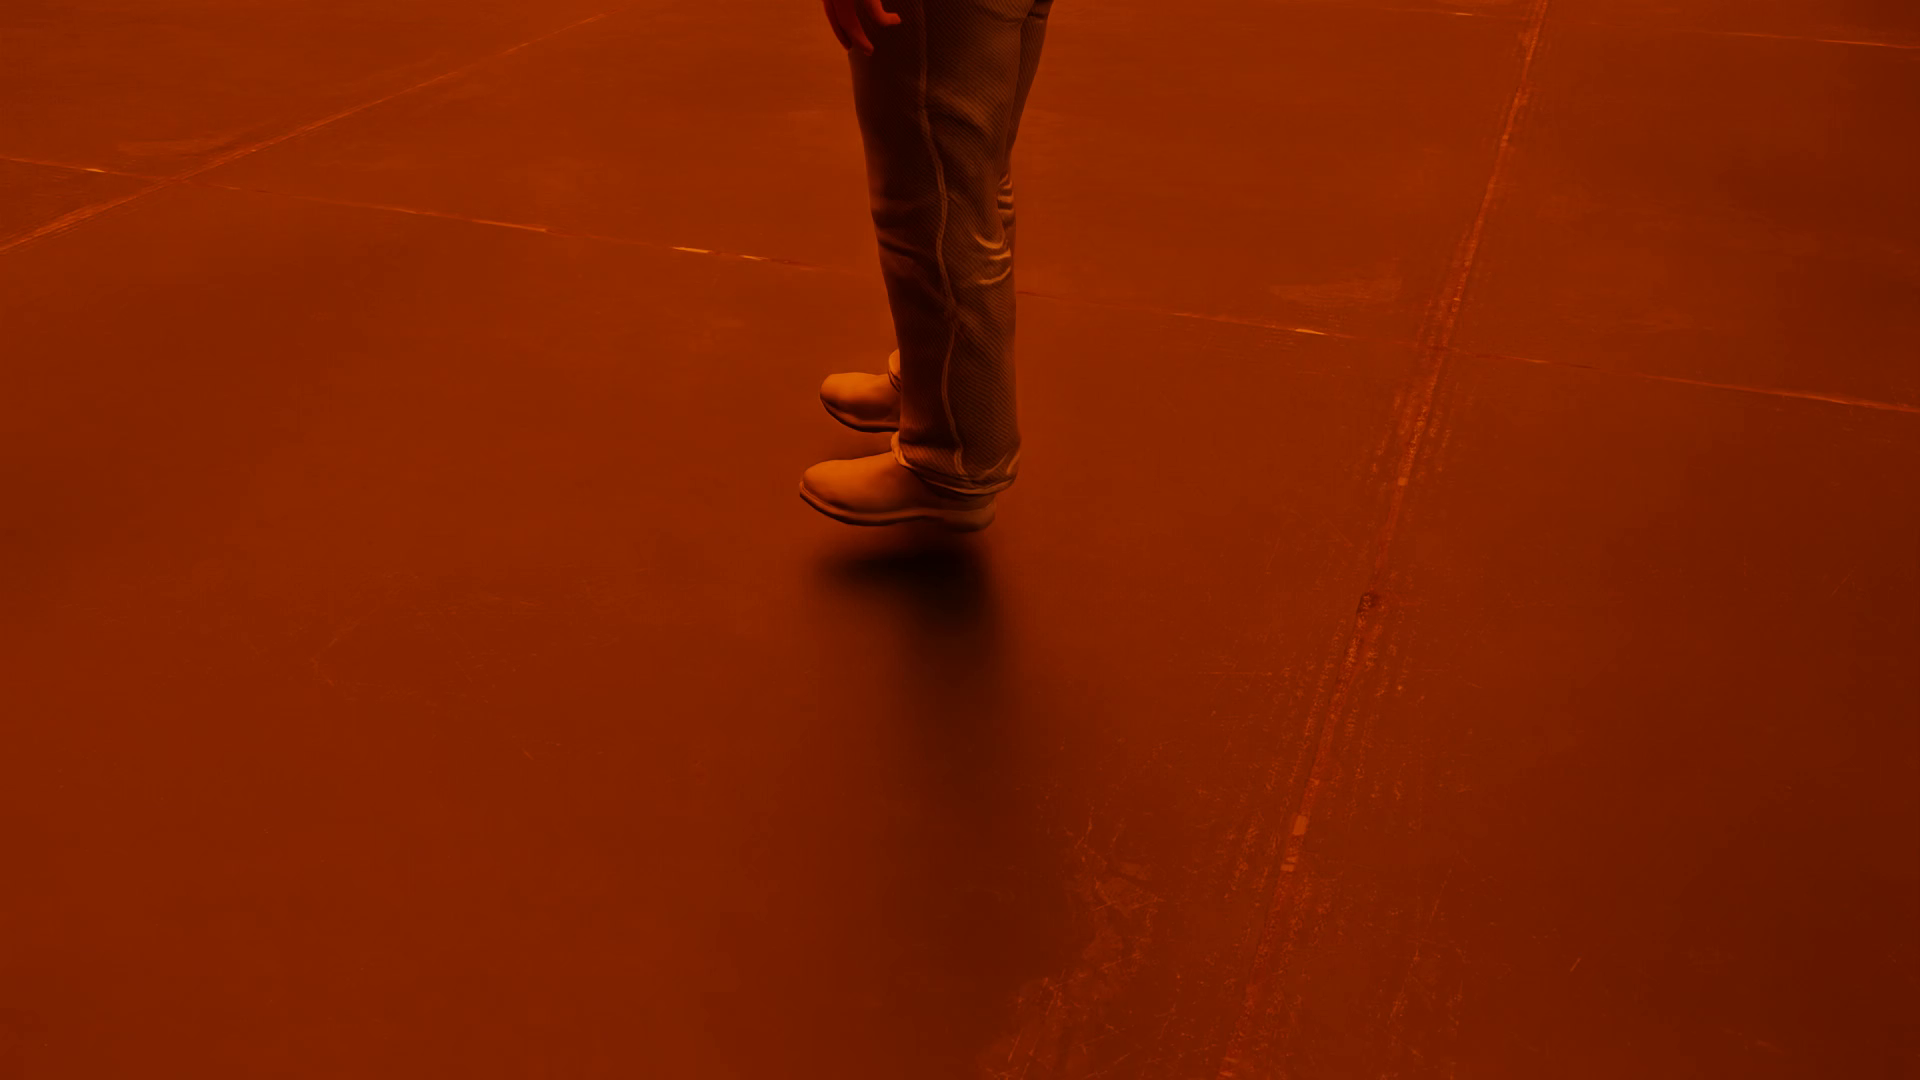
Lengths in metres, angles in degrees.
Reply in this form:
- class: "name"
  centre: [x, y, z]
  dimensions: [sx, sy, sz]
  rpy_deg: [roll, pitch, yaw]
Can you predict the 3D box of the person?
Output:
- class: "person"
  centre: [-0.056, -0.828, 2.064]
  dimensions: [0.566, 1.775, 0.633]
  rpy_deg: [10, 31, 18]
